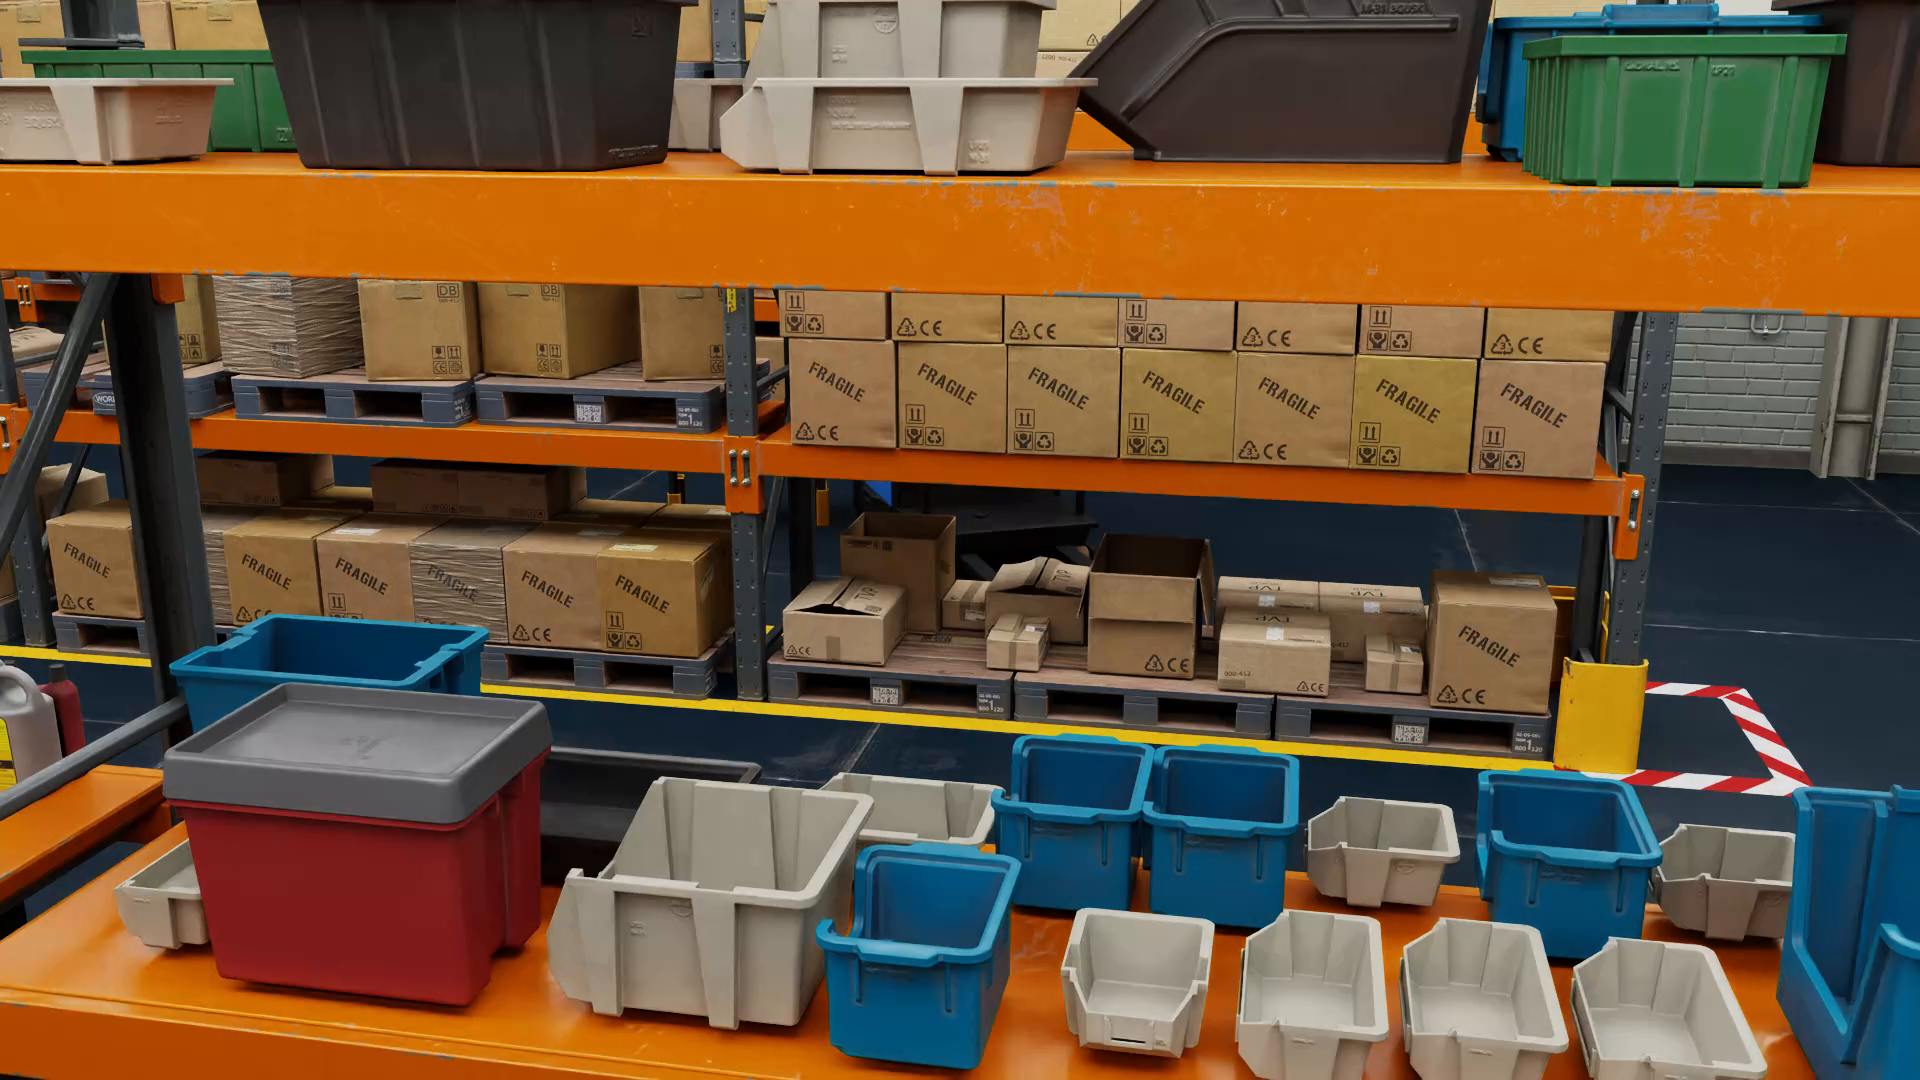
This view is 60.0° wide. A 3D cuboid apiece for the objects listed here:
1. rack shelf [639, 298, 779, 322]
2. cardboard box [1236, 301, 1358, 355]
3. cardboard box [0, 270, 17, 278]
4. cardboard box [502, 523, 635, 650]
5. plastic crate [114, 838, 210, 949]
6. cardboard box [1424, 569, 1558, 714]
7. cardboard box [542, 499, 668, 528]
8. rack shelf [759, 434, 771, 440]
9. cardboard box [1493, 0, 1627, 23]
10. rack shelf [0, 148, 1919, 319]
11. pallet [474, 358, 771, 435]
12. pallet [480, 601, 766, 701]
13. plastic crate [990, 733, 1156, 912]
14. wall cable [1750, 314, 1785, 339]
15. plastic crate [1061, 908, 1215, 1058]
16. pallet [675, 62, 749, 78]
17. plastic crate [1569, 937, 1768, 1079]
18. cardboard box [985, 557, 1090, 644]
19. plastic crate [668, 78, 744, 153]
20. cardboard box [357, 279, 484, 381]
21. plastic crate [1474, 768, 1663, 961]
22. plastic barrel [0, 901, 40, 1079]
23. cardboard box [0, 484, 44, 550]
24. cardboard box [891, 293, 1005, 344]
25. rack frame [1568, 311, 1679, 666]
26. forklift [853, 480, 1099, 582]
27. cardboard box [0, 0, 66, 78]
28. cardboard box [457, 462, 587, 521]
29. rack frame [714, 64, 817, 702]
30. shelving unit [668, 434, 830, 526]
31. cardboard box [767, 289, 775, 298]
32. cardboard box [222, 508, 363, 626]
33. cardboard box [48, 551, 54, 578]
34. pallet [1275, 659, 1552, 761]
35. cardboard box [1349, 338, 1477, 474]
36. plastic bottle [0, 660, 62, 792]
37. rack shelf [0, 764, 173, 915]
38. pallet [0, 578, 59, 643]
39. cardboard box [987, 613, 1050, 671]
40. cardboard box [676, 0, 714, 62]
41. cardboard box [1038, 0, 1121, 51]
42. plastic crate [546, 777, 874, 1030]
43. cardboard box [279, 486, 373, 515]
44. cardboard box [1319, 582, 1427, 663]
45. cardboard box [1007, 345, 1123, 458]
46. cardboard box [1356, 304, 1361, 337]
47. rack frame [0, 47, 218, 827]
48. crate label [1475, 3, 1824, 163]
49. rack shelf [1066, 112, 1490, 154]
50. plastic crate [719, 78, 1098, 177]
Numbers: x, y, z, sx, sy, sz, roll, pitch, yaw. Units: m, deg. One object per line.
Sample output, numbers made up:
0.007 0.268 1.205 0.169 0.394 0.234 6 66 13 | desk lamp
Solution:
-1.907 -1.841 13.368 4.000 0.370 1.077 3 16 11 | rack shelf
1.494 -1.108 7.311 0.500 0.500 0.500 4 16 13 | cardboard box
-8.311 -2.390 14.246 0.500 0.250 0.500 3 16 11 | cardboard box
-1.954 0.227 8.411 0.500 0.500 0.500 3 16 11 | cardboard box
-1.494 0.670 3.334 0.243 0.136 0.396 3 16 11 | plastic crate
2.407 0.455 7.587 0.500 0.500 0.500 3 16 11 | cardboard box
-1.881 0.092 8.899 0.500 0.500 0.500 3 16 12 | cardboard box
-1.467 -0.706 11.406 1.000 0.185 0.538 -2 16 -6 | rack shelf
2.435 -2.148 6.851 0.500 0.250 0.500 3 16 11 | cardboard box
0.039 -0.482 2.843 4.000 0.370 1.077 3 16 11 | rack shelf
-1.692 -0.764 8.491 1.213 0.211 1.003 3 16 11 | pallet
-1.735 0.525 8.702 1.213 0.211 1.003 3 16 11 | pallet
0.238 0.589 3.447 0.300 0.233 0.416 3 16 11 | plastic crate
5.416 -2.538 12.631 1.851 1.984 0.084 3 16 11 | wall cable
0.311 0.786 2.915 0.250 0.136 0.298 3 16 11 | plastic crate
-1.556 -2.194 8.025 1.003 0.211 1.213 3 16 11 | pallet
1.163 0.825 2.776 0.243 0.136 0.396 3 16 11 | plastic crate
0.419 0.294 8.523 0.500 0.311 0.500 3 16 11 | cardboard box
-0.599 -0.840 3.282 0.466 0.136 0.293 3 16 11 | plastic crate
-2.674 -1.114 8.420 0.500 0.500 0.700 -1 16 -3 | cardboard box
1.177 0.640 3.263 0.300 0.233 0.416 3 16 11 | plastic crate
-2.451 1.286 3.876 0.708 0.901 0.600 3 16 11 | plastic barrel
-5.413 -0.109 9.081 0.500 0.311 0.500 4 16 13 | cardboard box
-0.019 -1.190 7.607 0.500 0.500 0.500 3 16 9 | cardboard box
2.989 -0.573 7.441 0.127 3.000 1.000 3 16 11 | rack frame
0.185 -1.254 10.027 1.130 2.935 3.031 -5 16 -17 | forklift
-4.416 -2.478 8.511 0.500 0.500 0.910 3 16 11 | cardboard box
-2.336 -0.297 8.899 0.500 0.250 0.500 3 16 11 | cardboard box
-0.931 -0.786 8.209 0.127 3.000 1.000 3 16 11 | rack frame
-1.458 -0.880 11.359 1.083 1.500 0.587 -2 16 -6 | shelving unit
-1.328 -1.976 12.939 0.250 0.149 0.380 3 16 11 | cardboard box
-3.457 0.148 8.698 0.500 0.500 0.500 3 16 10 | cardboard box
-5.305 0.020 9.666 0.500 0.250 0.500 3 16 11 | cardboard box
2.133 0.725 7.980 1.213 0.211 1.003 3 16 11 | pallet
1.987 -0.600 7.353 0.500 0.500 0.500 3 16 12 | cardboard box
-2.241 0.428 3.920 0.185 0.351 0.144 3 16 11 | plastic bottle
-3.881 0.750 4.012 4.000 0.370 1.077 3 16 11 | rack shelf
-5.649 0.292 9.544 1.213 0.211 1.003 3 16 11 | pallet
0.287 0.490 8.087 0.250 0.166 0.380 3 16 11 | cardboard box
-1.409 -2.576 7.892 0.600 0.600 0.600 2 16 6 | cardboard box
0.474 -2.253 7.232 0.500 0.250 0.500 3 16 11 | cardboard box
-0.462 0.668 3.072 0.530 0.282 0.437 3 16 11 | plastic crate
-3.380 0.010 9.194 0.500 0.500 0.500 3 16 9 | cardboard box
2.023 0.411 8.217 0.500 0.250 0.500 3 16 11 | cardboard box
0.507 -0.682 7.647 0.500 0.500 0.500 3 16 11 | cardboard box
2.093 -1.221 7.721 0.500 0.500 0.500 3 16 12 | cardboard box
-1.921 0.510 3.532 0.127 3.000 1.000 3 16 11 | rack frame
1.159 -0.785 2.865 0.502 0.251 0.408 3 16 11 | crate label
1.029 -1.778 7.520 4.000 0.370 1.077 3 16 11 | rack shelf
-0.076 -0.641 2.561 0.530 0.136 0.437 3 16 11 | plastic crate
